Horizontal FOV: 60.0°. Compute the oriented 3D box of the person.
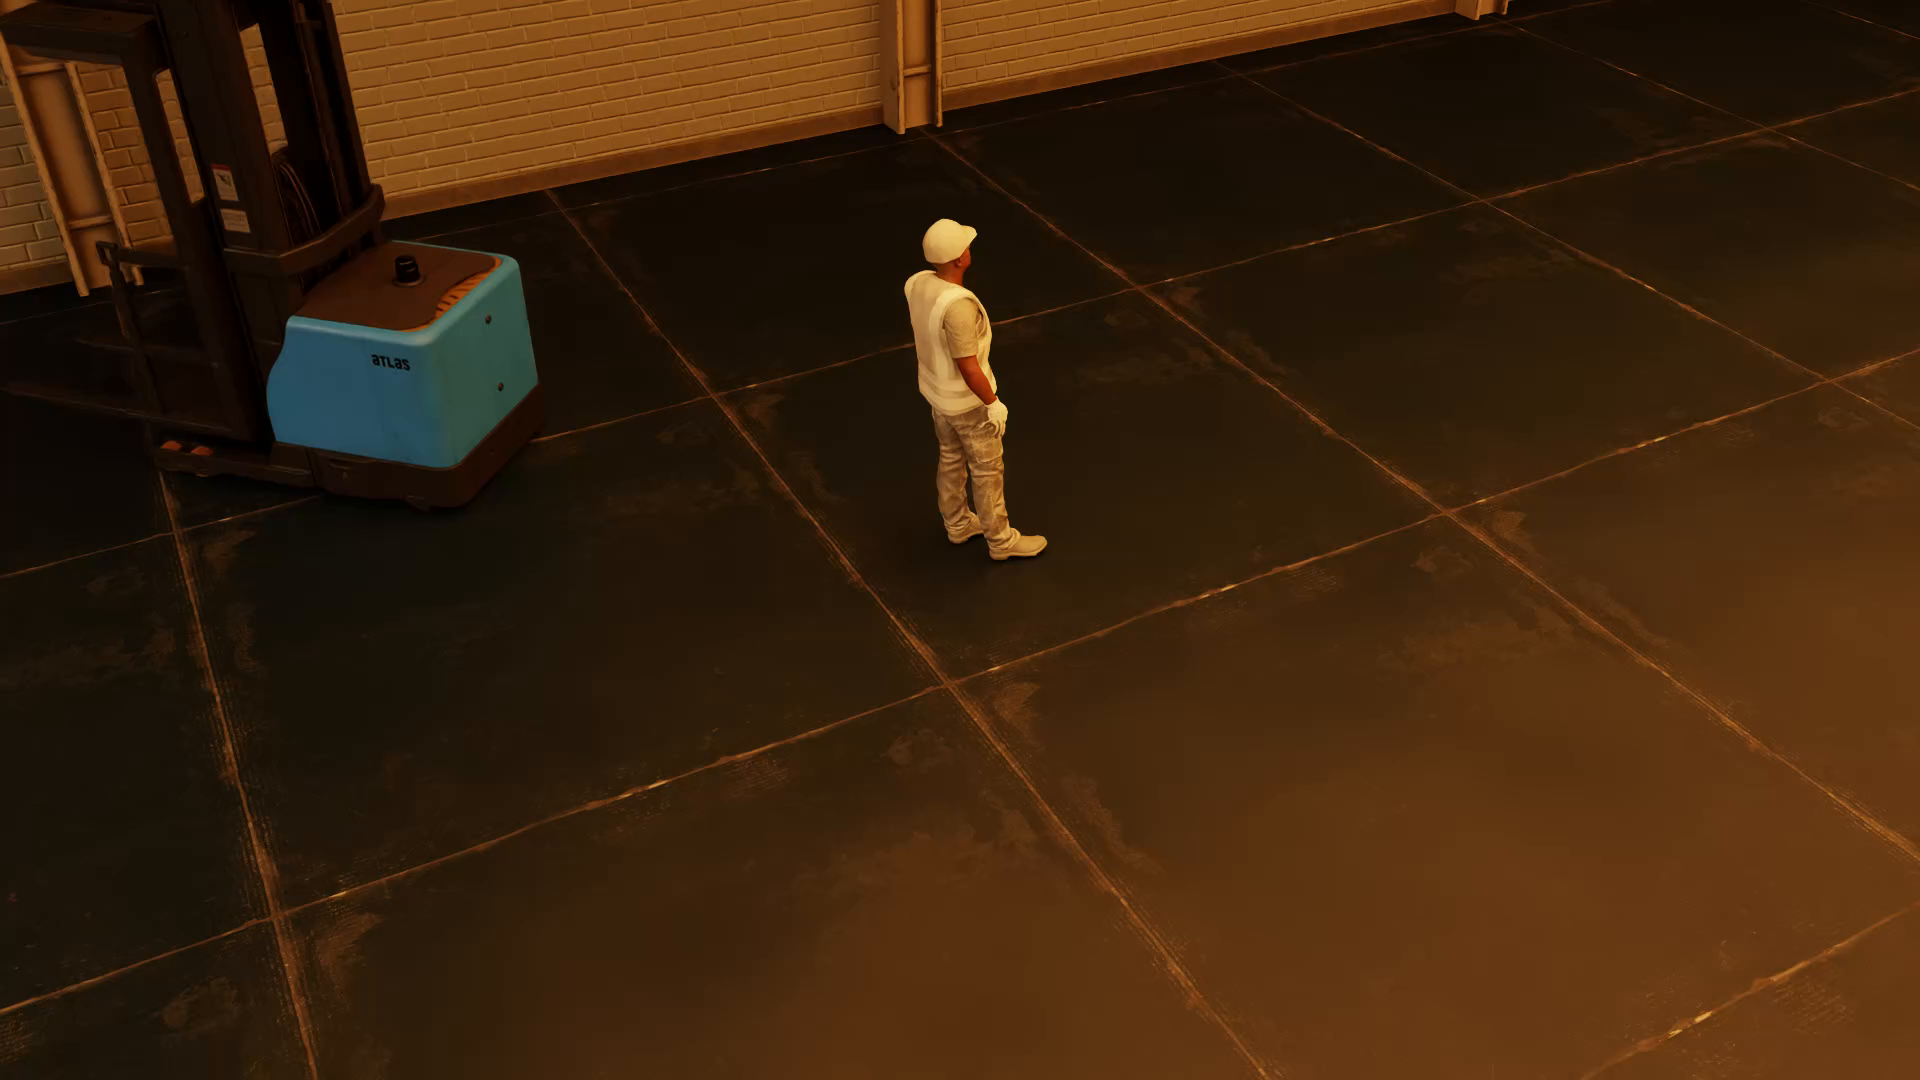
[{"bbox_3d":[0.067,-0.749,8.164,0.577,1.782,0.656,-17,39,-23],"label":"person"}]

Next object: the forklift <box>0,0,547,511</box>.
[{"bbox_3d":[-3.940,-1.826,8.706,3.031,2.935,1.130,9,36,13],"label":"forklift"}]
